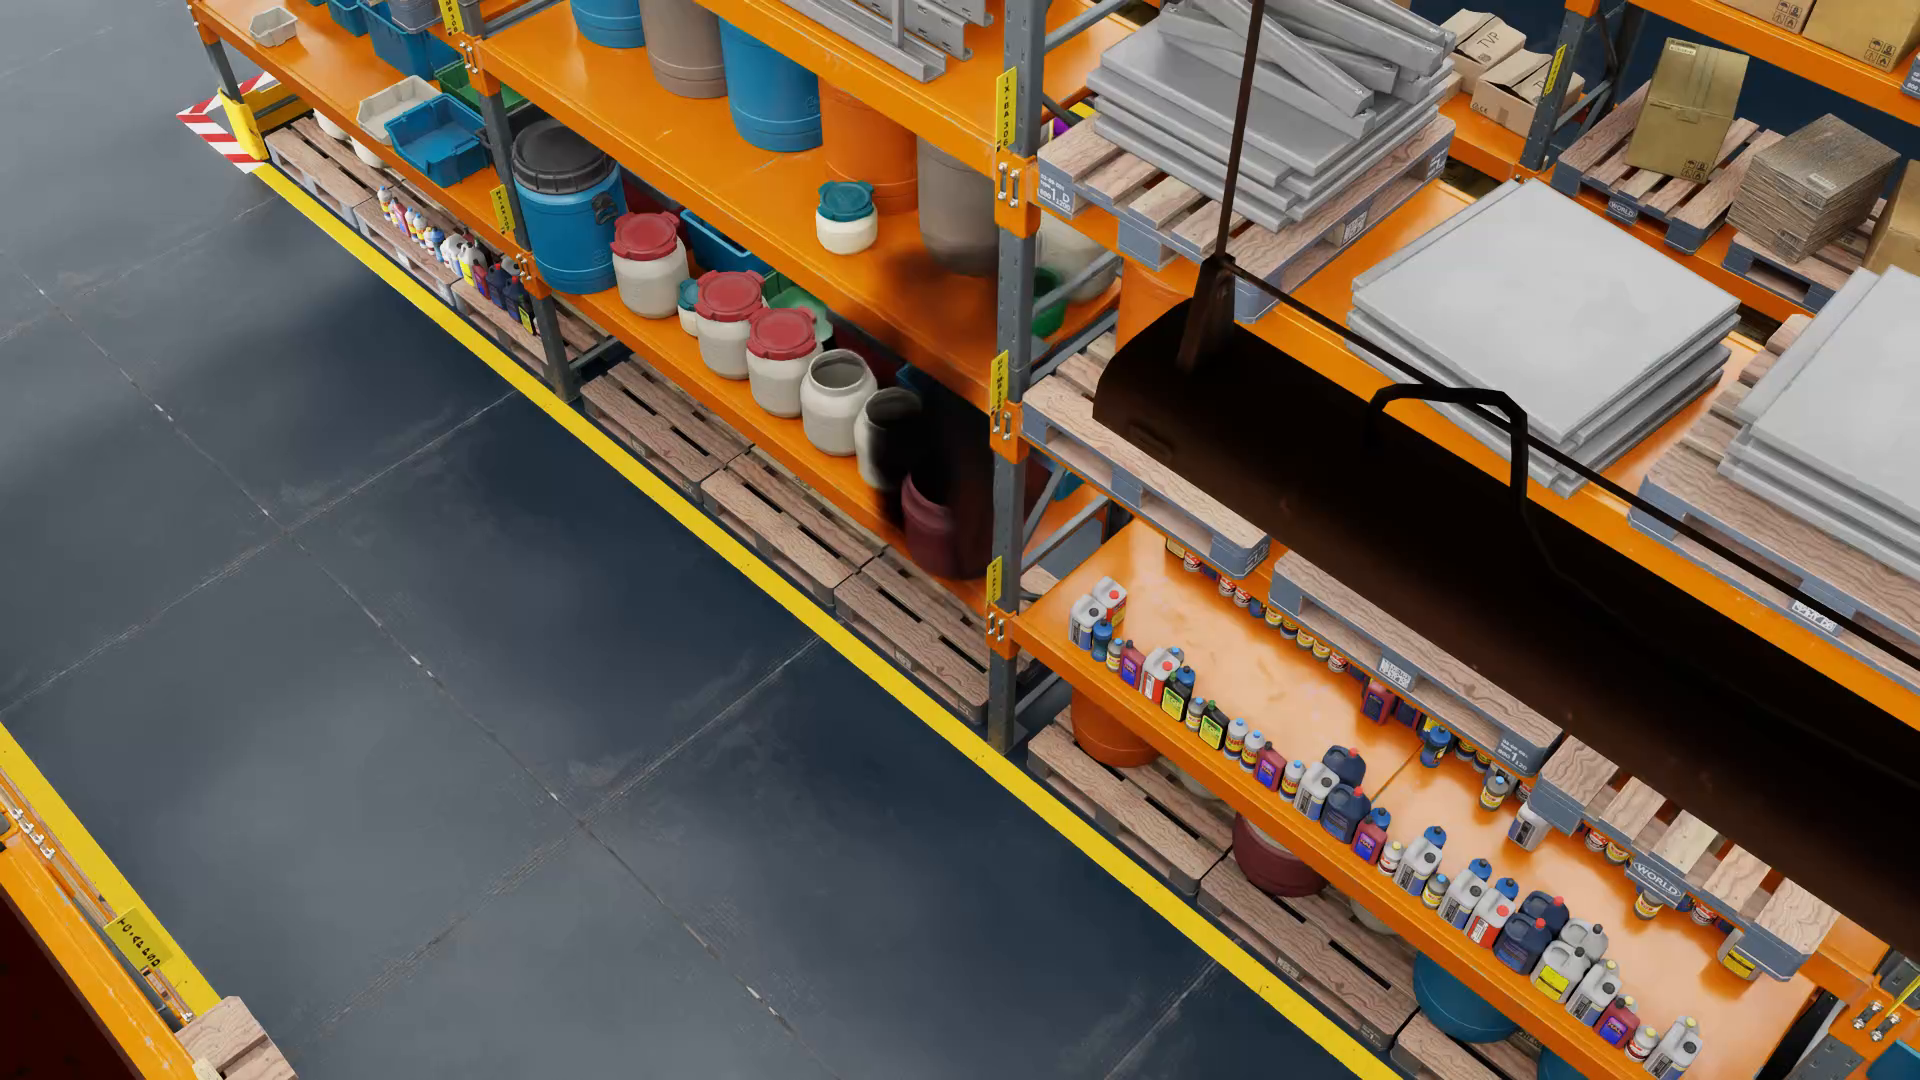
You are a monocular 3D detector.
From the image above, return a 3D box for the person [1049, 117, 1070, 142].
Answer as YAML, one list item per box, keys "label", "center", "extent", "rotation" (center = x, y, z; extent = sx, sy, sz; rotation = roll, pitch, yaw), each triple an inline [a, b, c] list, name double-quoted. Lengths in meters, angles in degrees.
- label: "person"
  center: [0.323, -2.188, 10.661]
  extent: [0.890, 1.796, 0.693]
  rotation: [28, 55, 21]
